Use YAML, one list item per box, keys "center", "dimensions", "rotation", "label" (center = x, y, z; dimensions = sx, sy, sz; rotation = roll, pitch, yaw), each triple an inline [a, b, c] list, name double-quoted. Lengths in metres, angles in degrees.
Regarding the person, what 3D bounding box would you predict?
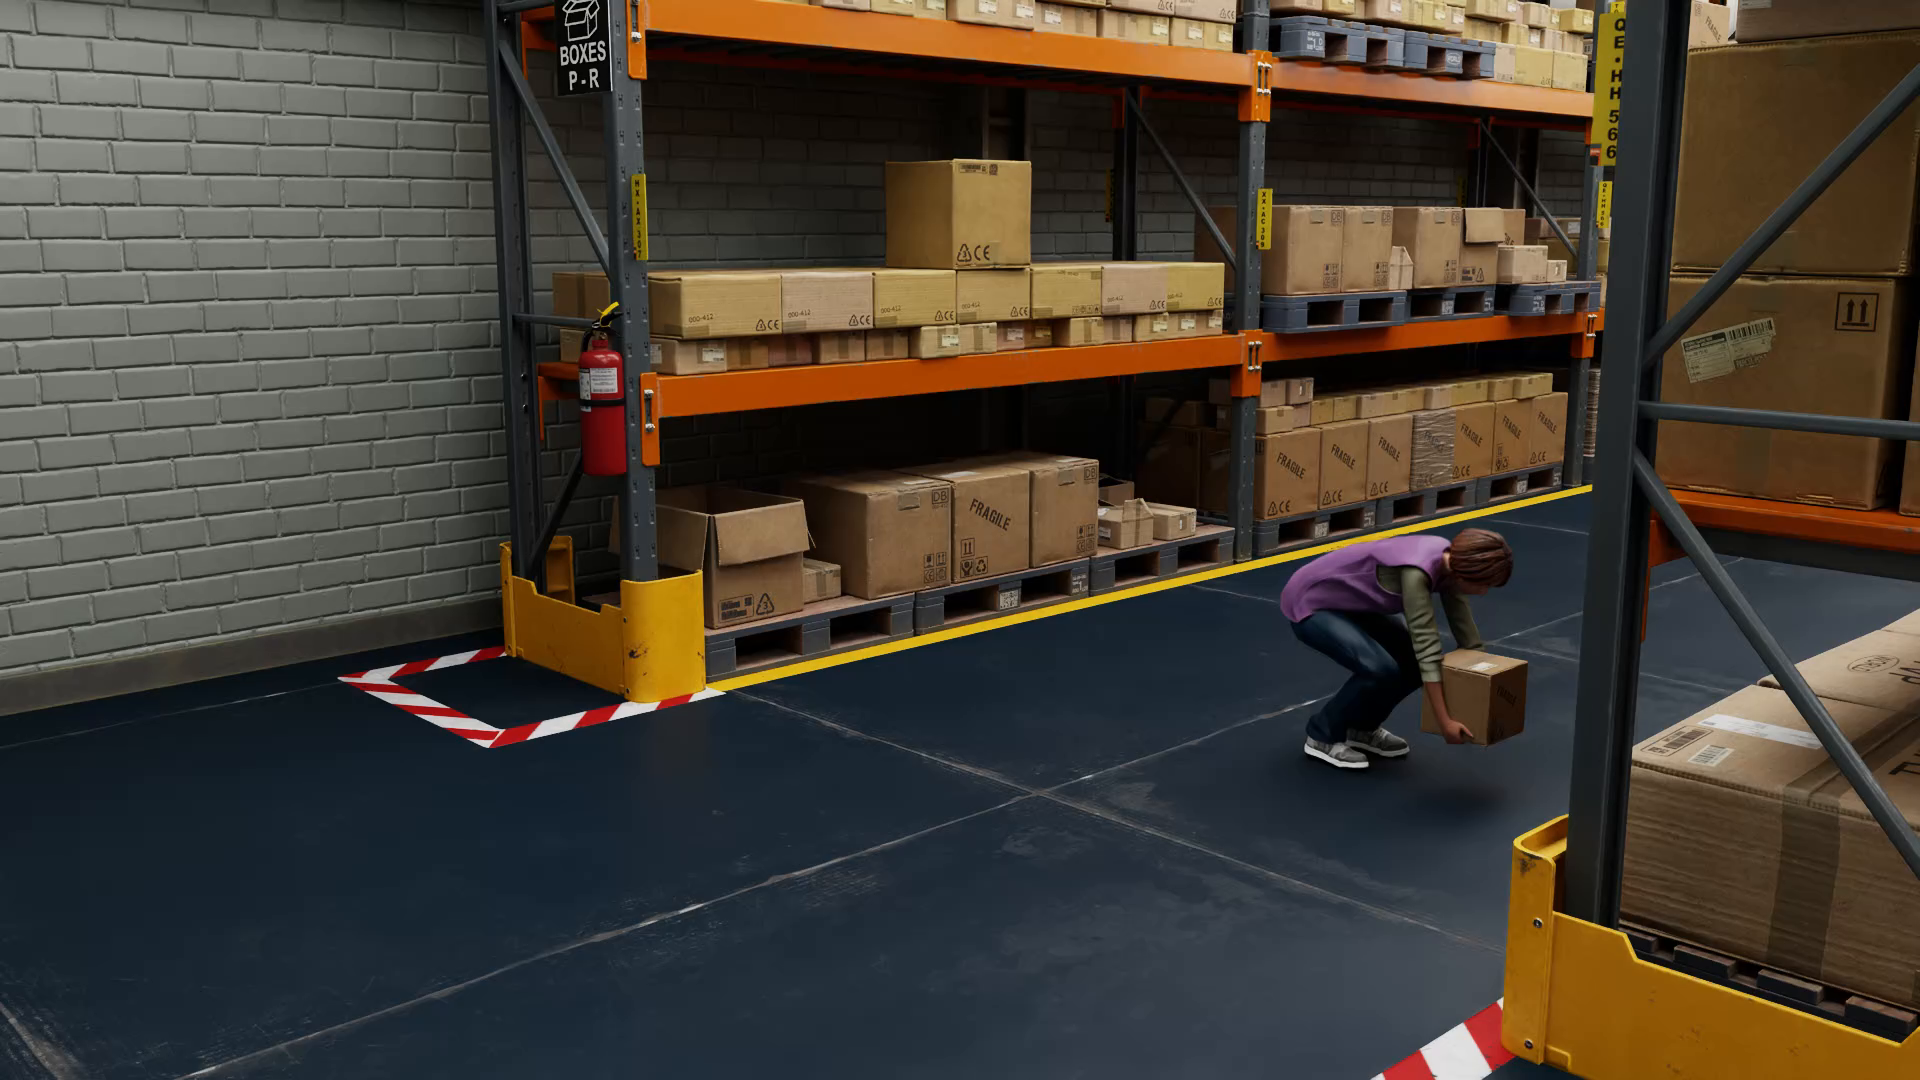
- center: [1.532, 0.370, 5.895]
  dimensions: [0.834, 0.896, 0.428]
  rotation: [10, 15, 44]
  label: "person"
